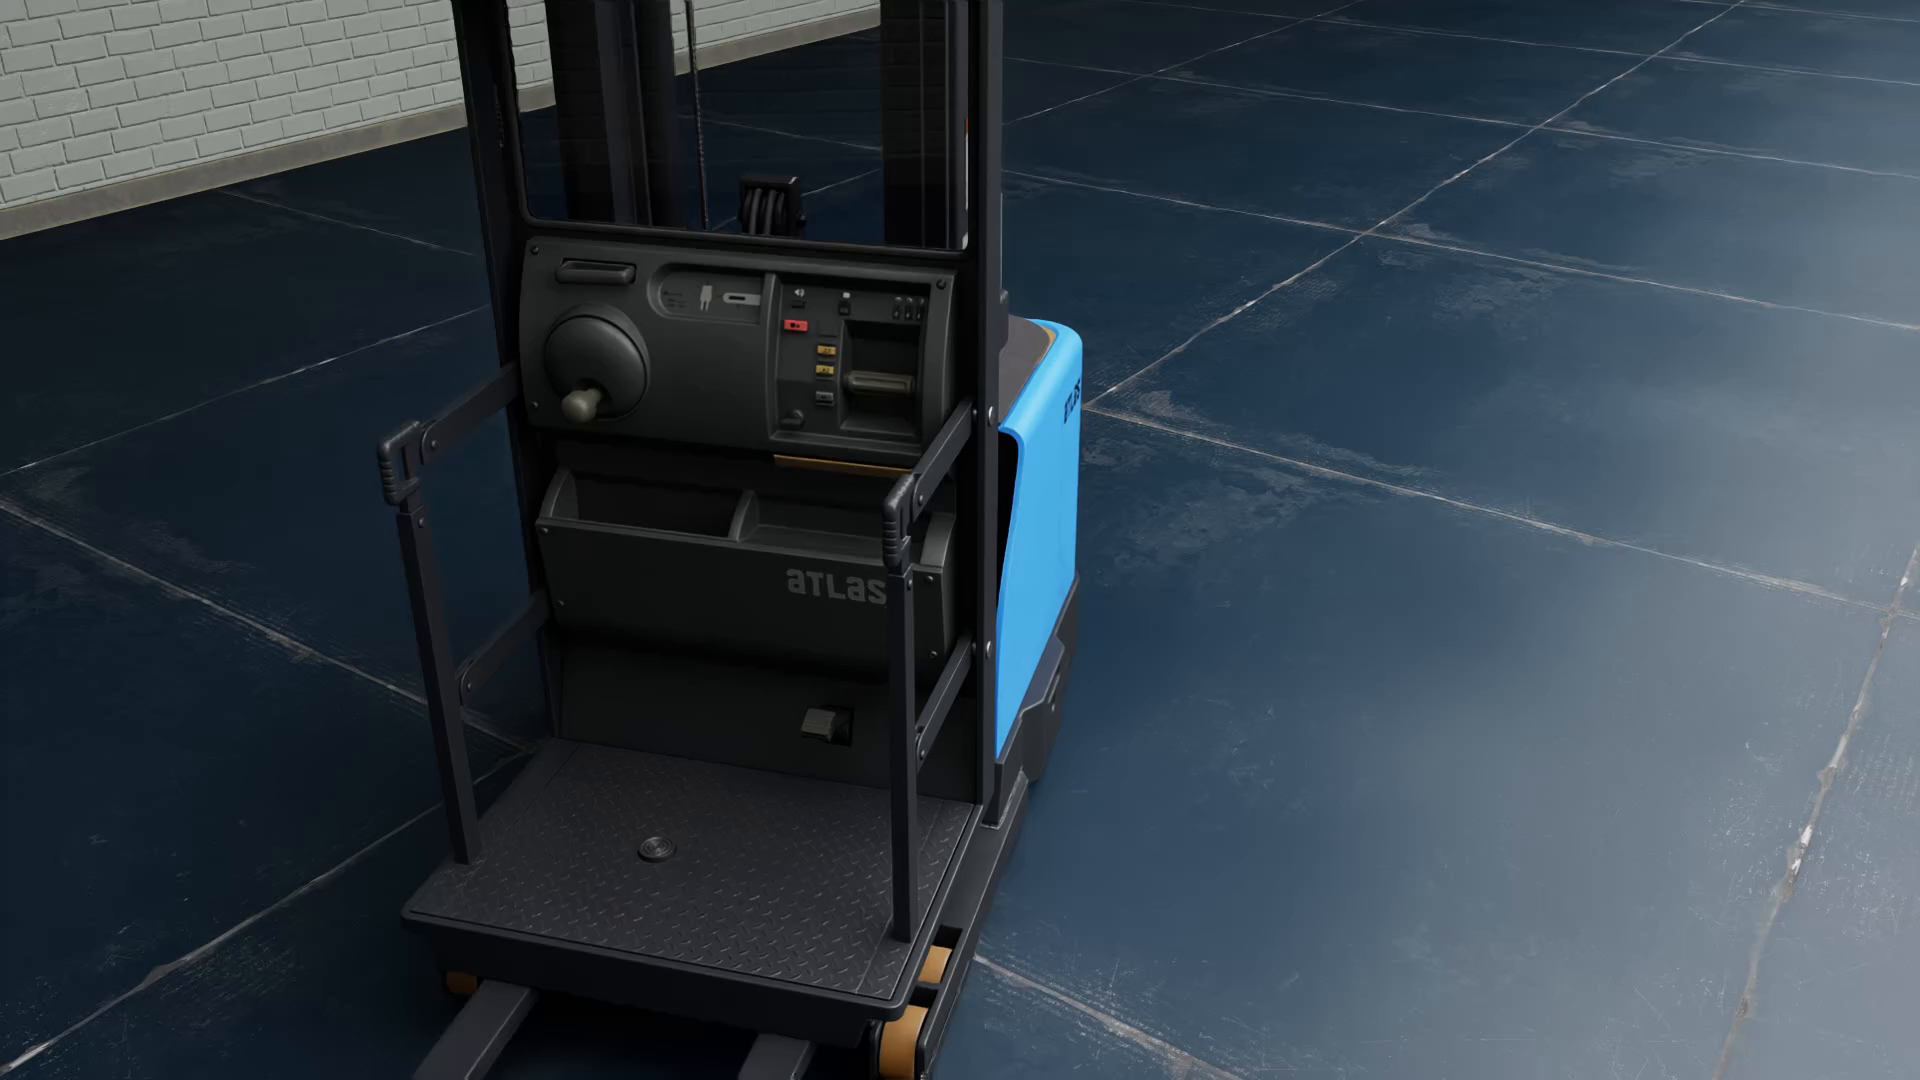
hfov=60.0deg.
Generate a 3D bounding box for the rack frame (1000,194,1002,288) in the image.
[{"bbox_3d":[0.063,-0.515,5.439,0.006,1.200,0.240,17,32,30],"label":"rack frame"}]

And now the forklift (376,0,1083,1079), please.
[{"bbox_3d":[-0.521,-0.358,3.221,1.130,2.935,3.031,7,28,13],"label":"forklift"}]

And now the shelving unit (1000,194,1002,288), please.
[{"bbox_3d":[-0.012,-0.538,5.485,0.189,1.200,0.258,17,32,30],"label":"shelving unit"}]
